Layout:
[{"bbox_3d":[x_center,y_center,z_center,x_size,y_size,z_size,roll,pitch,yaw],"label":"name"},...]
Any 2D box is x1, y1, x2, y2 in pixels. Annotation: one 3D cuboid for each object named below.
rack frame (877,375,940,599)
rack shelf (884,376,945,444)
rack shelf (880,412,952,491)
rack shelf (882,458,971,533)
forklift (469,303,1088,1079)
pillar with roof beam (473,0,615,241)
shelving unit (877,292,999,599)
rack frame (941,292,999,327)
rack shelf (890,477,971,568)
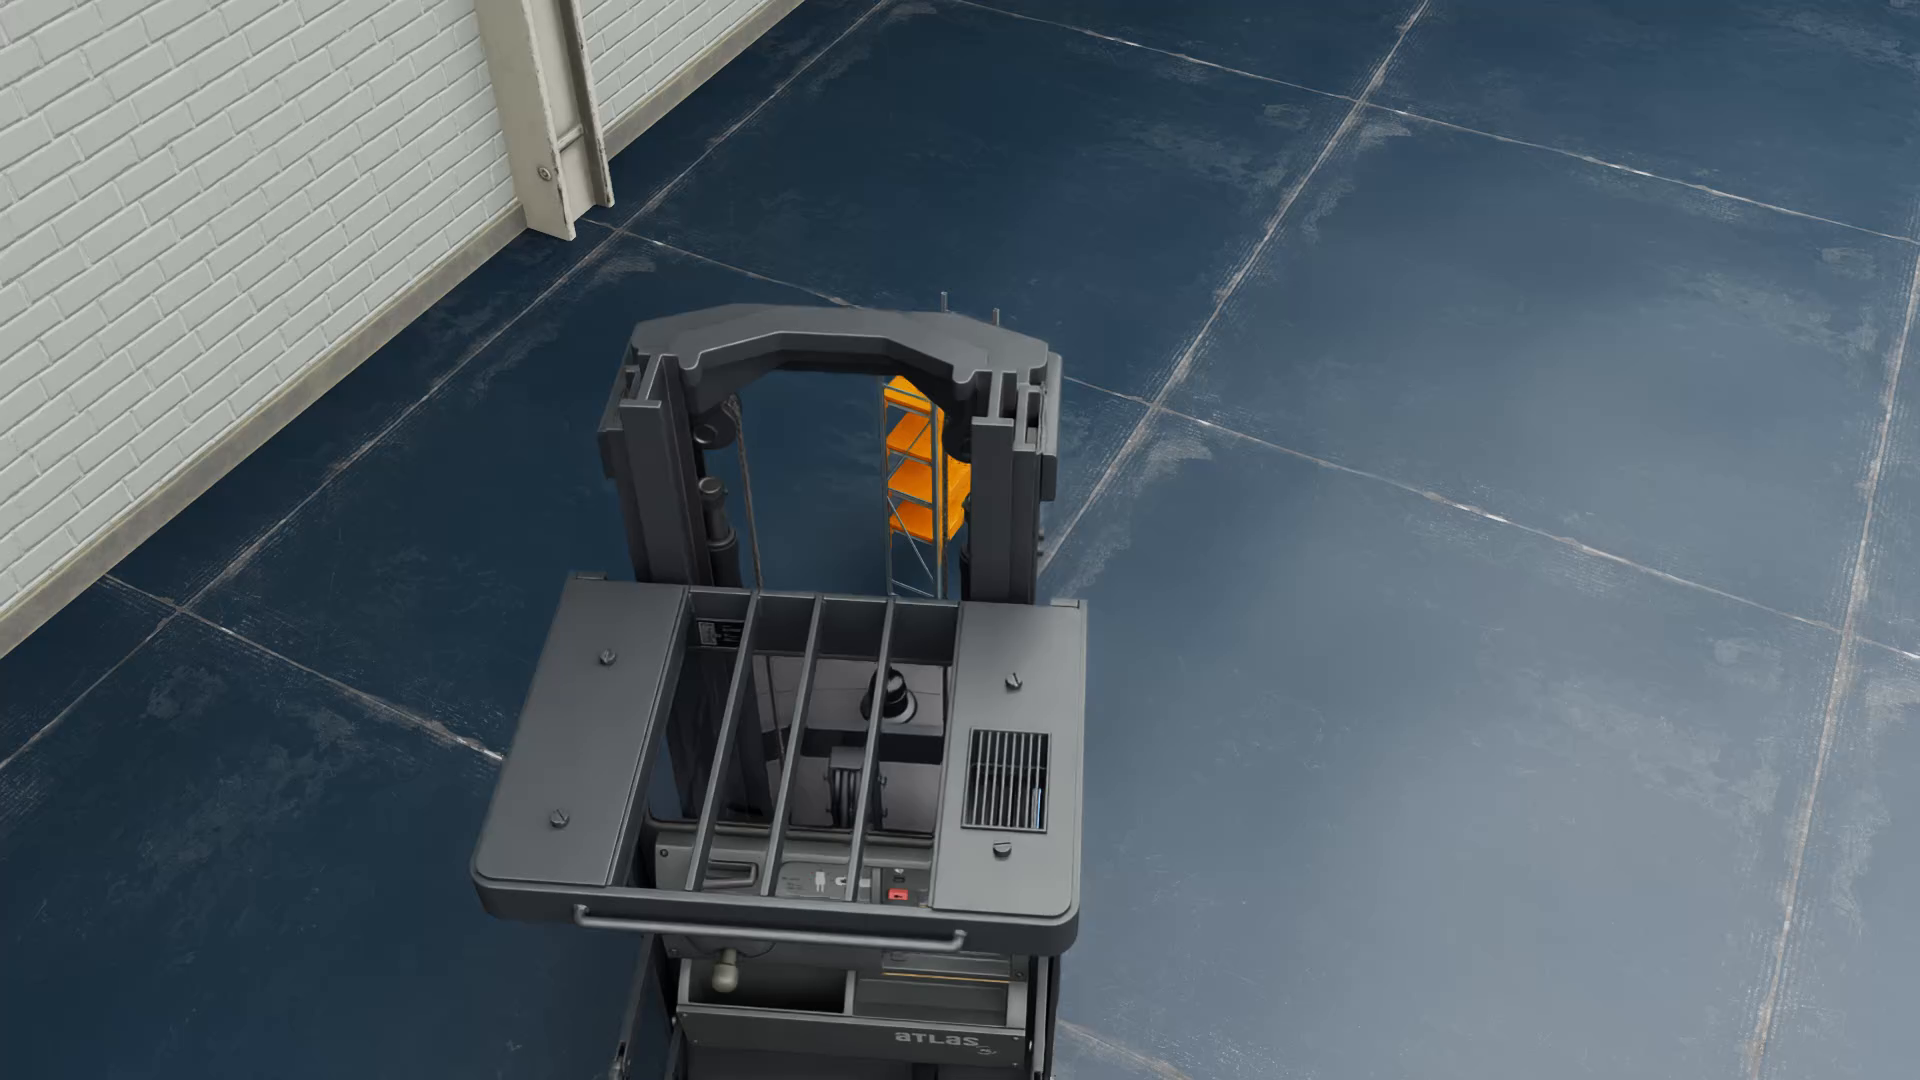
[{"bbox_3d":[-0.190,-0.164,6.348,0.240,1.200,0.015,20,49,19],"label":"rack frame"},{"bbox_3d":[-0.077,-0.594,6.221,0.258,0.148,0.480,20,49,19],"label":"rack shelf"},{"bbox_3d":[-0.077,-0.427,6.389,0.258,0.148,0.480,20,49,19],"label":"rack shelf"},{"bbox_3d":[-0.077,-0.270,6.548,0.258,0.148,0.480,20,49,19],"label":"rack shelf"},{"bbox_3d":[-0.300,1.031,3.950,1.130,2.935,3.031,3,45,3],"label":"forklift"},{"bbox_3d":[1.765,-3.453,4.116,9.100,9.000,0.400,20,49,19],"label":"pillar with roof beam"},{"bbox_3d":[-0.077,-0.317,6.500,0.258,1.200,0.503,20,49,19],"label":"shelving unit"},{"bbox_3d":[0.036,-0.471,6.652,0.240,1.200,0.015,20,49,19],"label":"rack frame"},{"bbox_3d":[-0.077,-0.131,6.689,0.258,0.148,0.480,20,49,19],"label":"rack shelf"}]
